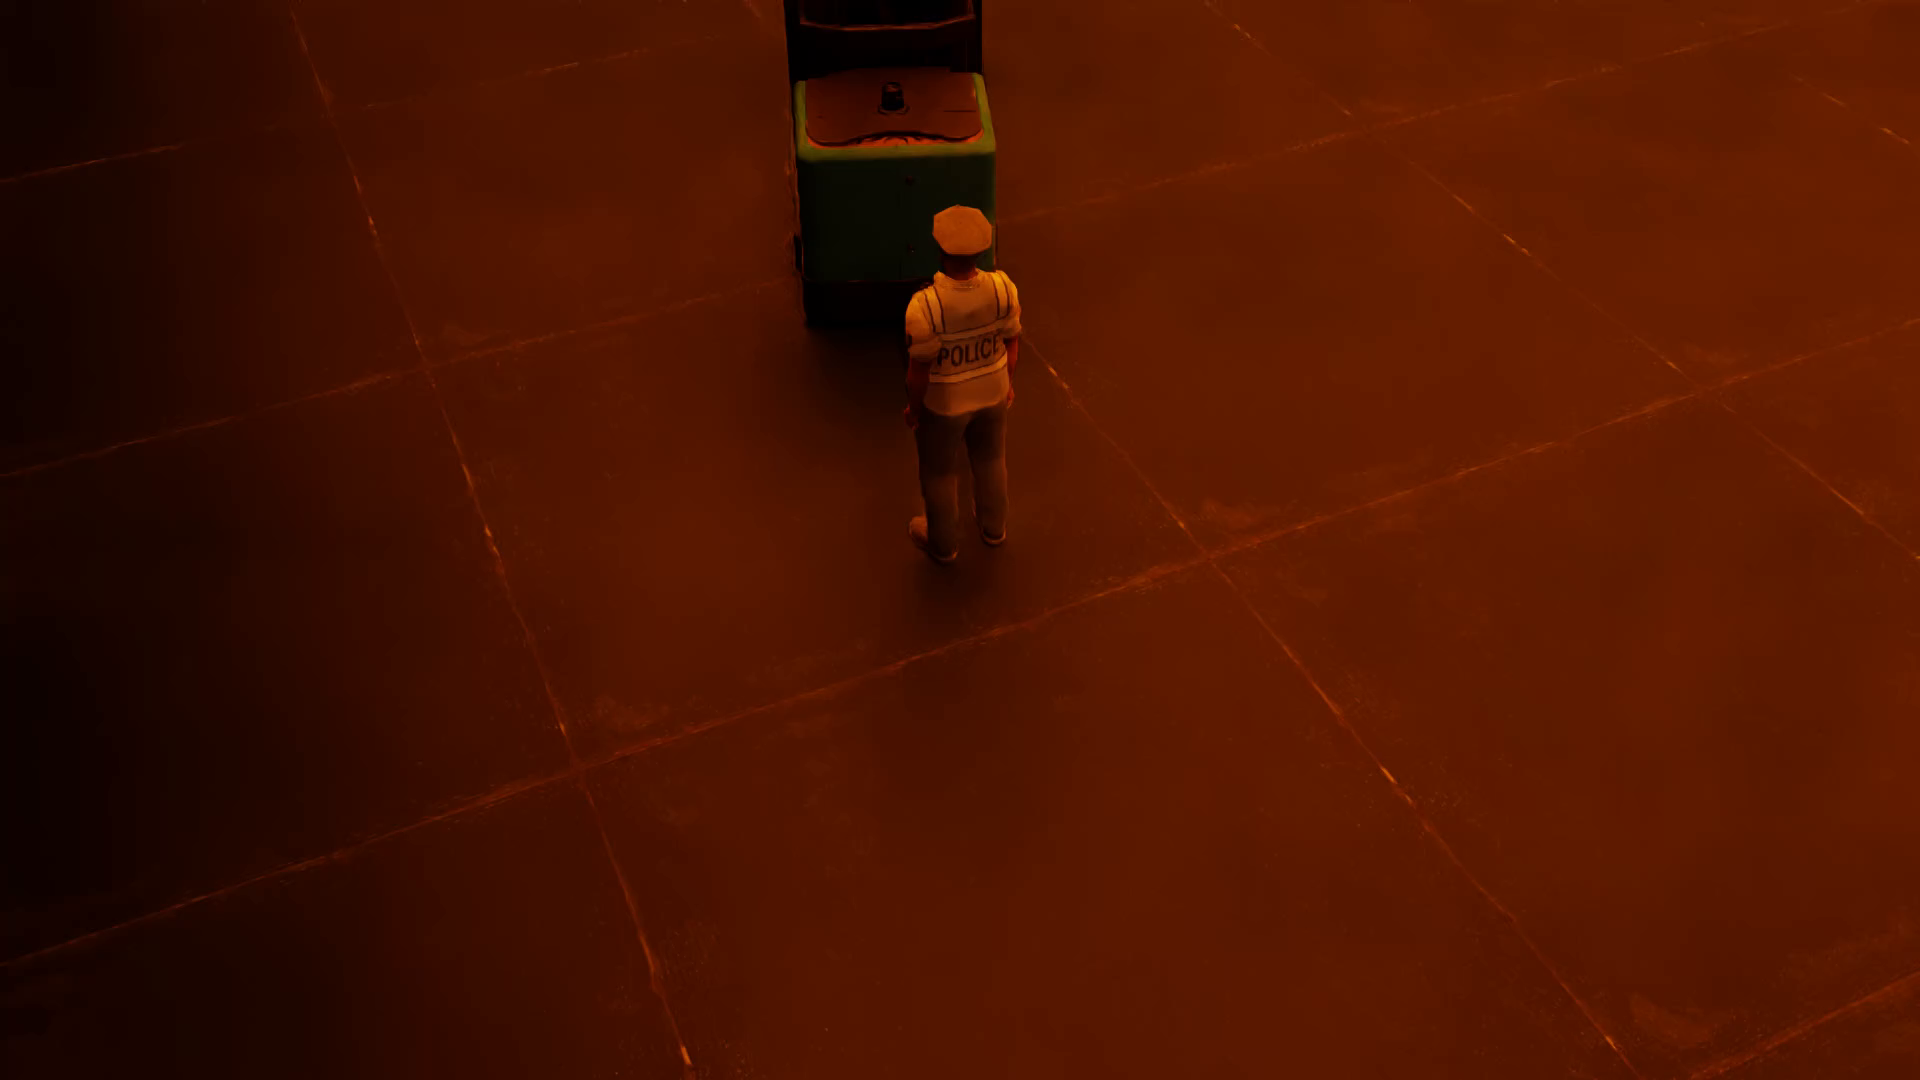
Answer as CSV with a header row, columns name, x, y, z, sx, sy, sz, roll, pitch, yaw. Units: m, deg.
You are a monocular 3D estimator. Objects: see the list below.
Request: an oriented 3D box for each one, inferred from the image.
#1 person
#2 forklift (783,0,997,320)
name,x,y,z,sx,sy,sz,roll,pitch,yaw
person,-0.007,-0.657,7.235,0.523,1.773,0.396,-18,46,-18
forklift,-0.443,-3.262,9.176,1.130,2.935,3.031,-3,43,-4
